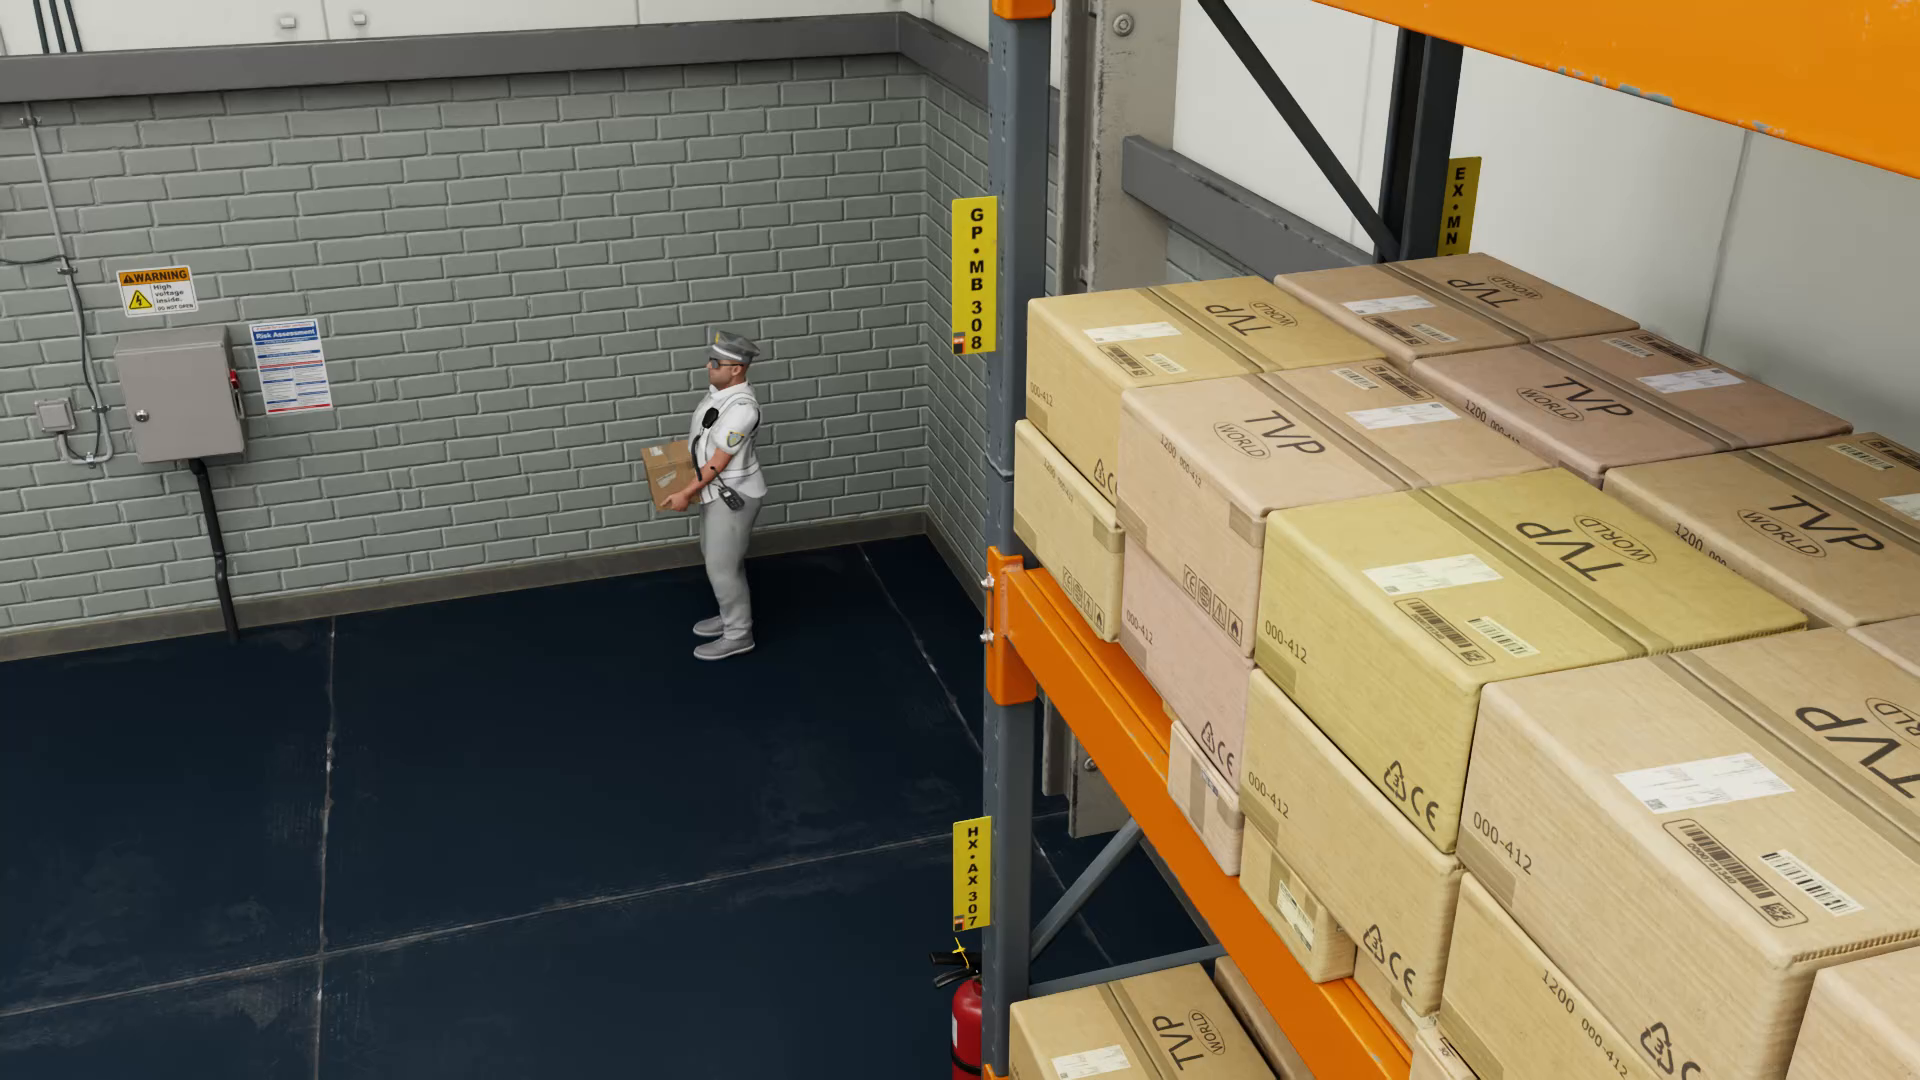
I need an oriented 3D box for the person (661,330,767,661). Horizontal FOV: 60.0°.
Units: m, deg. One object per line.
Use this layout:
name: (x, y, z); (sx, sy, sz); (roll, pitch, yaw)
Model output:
person: (-1.271, -0.231, 8.554); (0.566, 1.767, 0.493); (-8, 27, -16)
